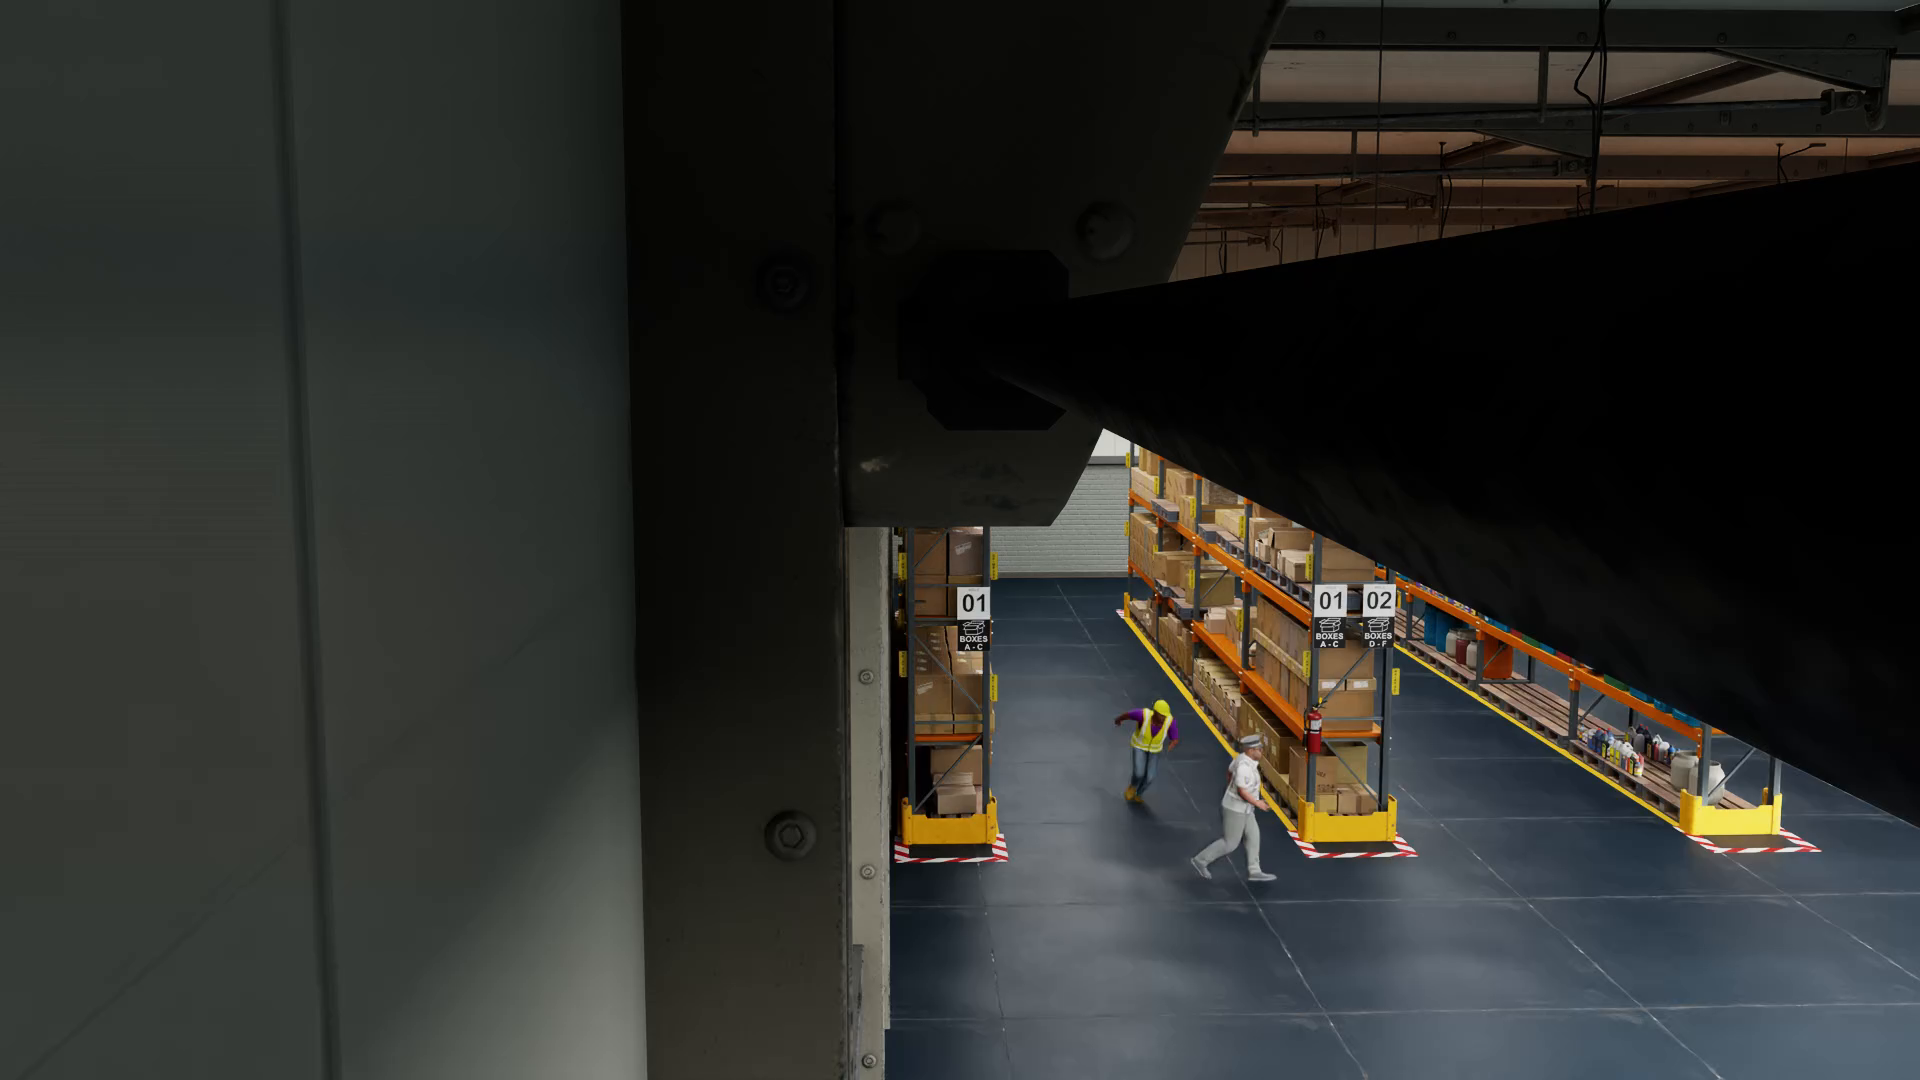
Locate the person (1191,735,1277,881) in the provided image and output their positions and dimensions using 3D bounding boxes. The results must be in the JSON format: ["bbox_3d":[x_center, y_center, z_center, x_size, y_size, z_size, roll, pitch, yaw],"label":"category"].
[{"bbox_3d":[3.127,3.048,18.915,0.964,1.726,0.622,2,8,15],"label":"person"}]

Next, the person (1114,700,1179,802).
[{"bbox_3d":[2.483,2.777,21.848,0.733,1.507,1.011,-1,7,-8],"label":"person"}]
